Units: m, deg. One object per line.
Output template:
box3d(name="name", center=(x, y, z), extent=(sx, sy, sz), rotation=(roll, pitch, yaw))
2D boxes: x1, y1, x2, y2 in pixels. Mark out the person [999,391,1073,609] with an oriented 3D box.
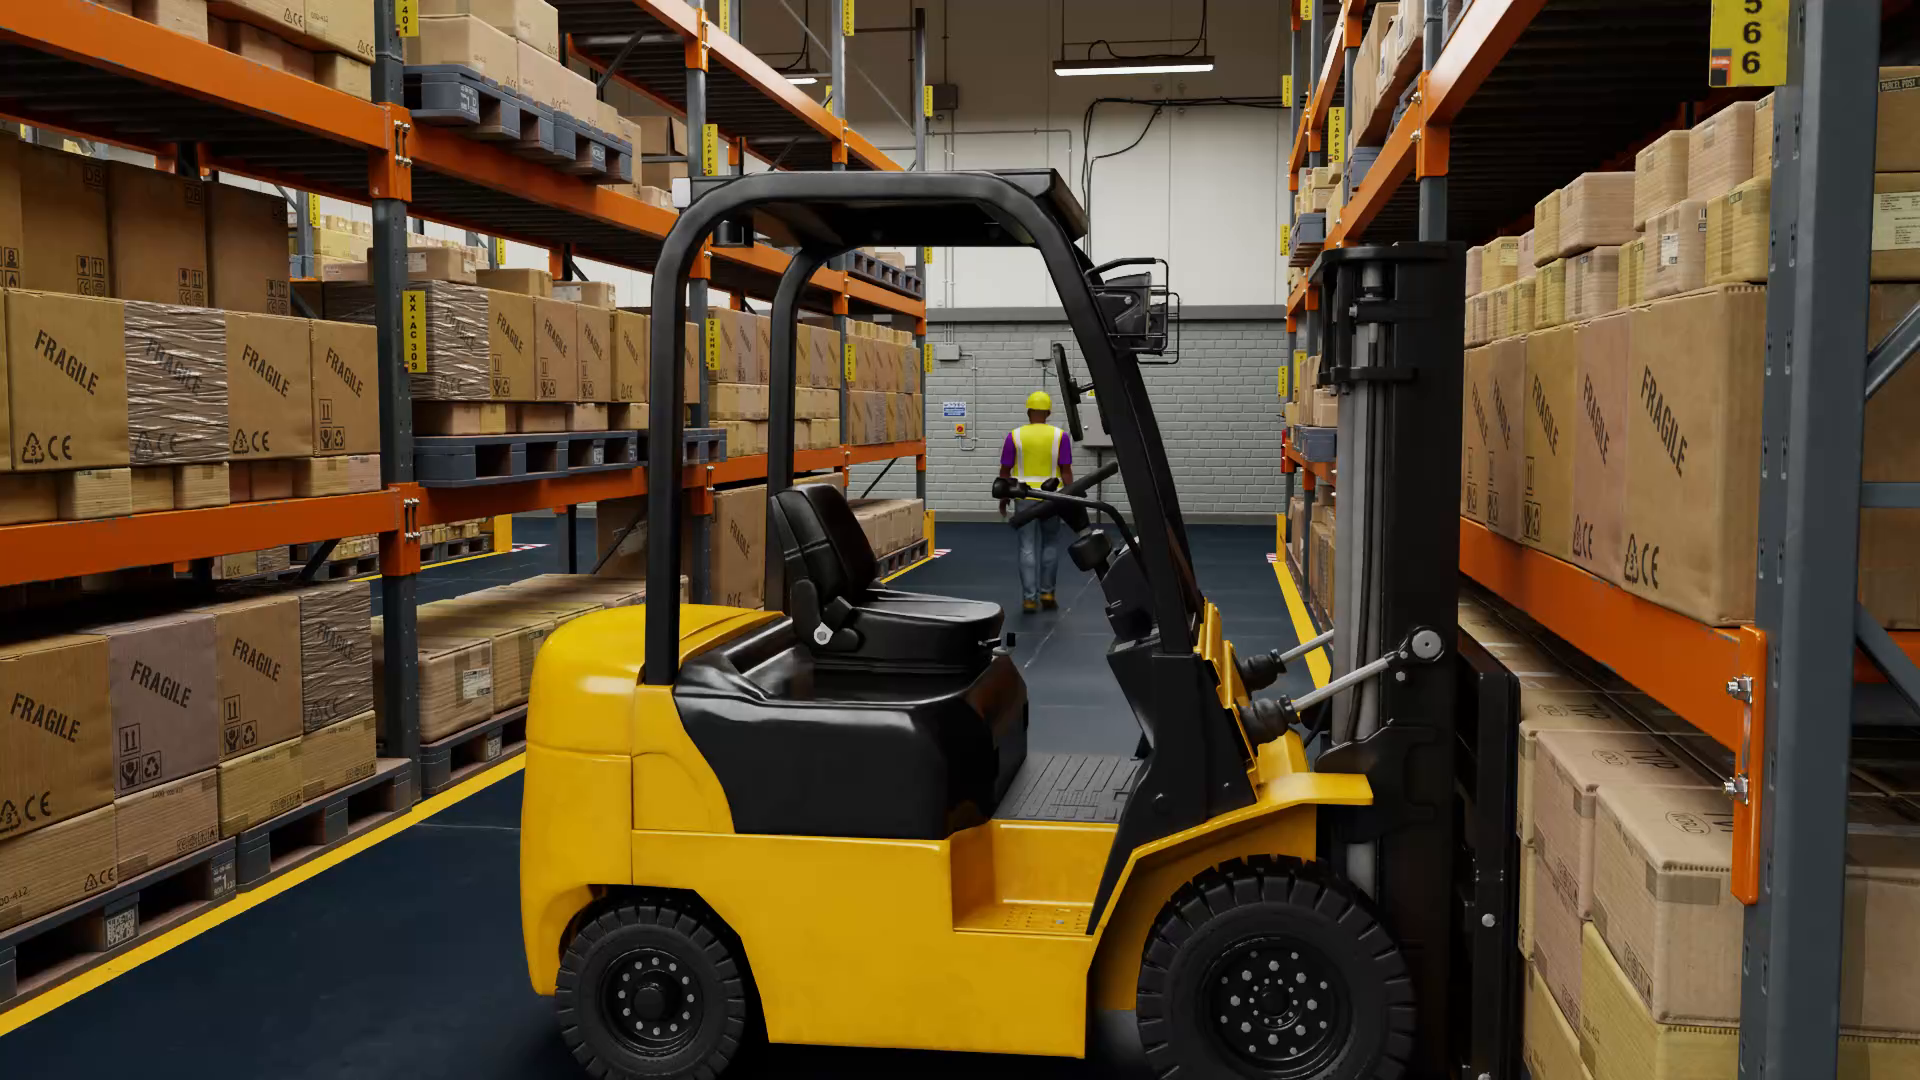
box3d(name="person", center=(0.621, -0.297, 13.529), extent=(0.614, 1.821, 0.672), rotation=(0, 4, -1))
